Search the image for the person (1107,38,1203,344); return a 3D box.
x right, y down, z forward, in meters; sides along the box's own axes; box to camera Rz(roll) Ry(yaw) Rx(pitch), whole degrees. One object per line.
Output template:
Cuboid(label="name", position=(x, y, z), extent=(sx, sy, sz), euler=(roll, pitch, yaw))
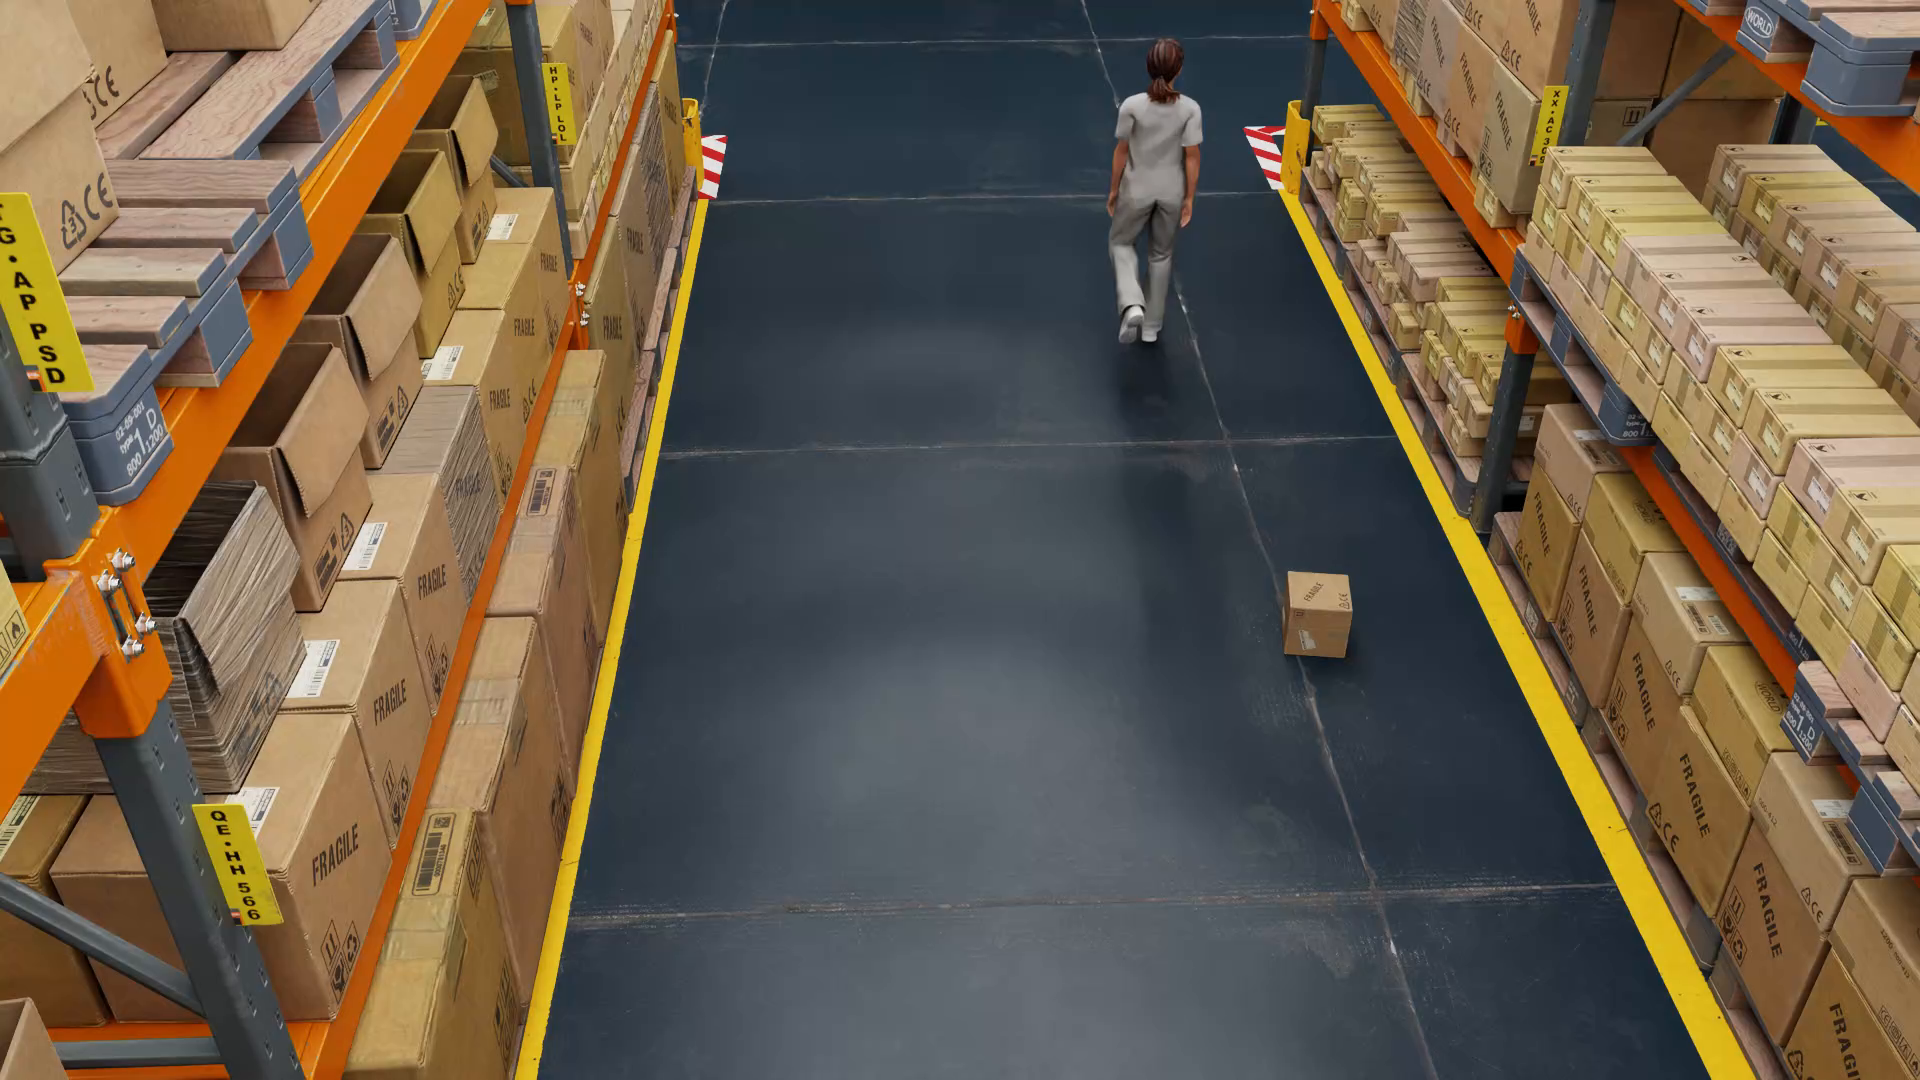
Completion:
Cuboid(label="person", position=(0.996, -1.764, 8.590), extent=(0.462, 1.658, 0.551), euler=(1, 35, 2))
